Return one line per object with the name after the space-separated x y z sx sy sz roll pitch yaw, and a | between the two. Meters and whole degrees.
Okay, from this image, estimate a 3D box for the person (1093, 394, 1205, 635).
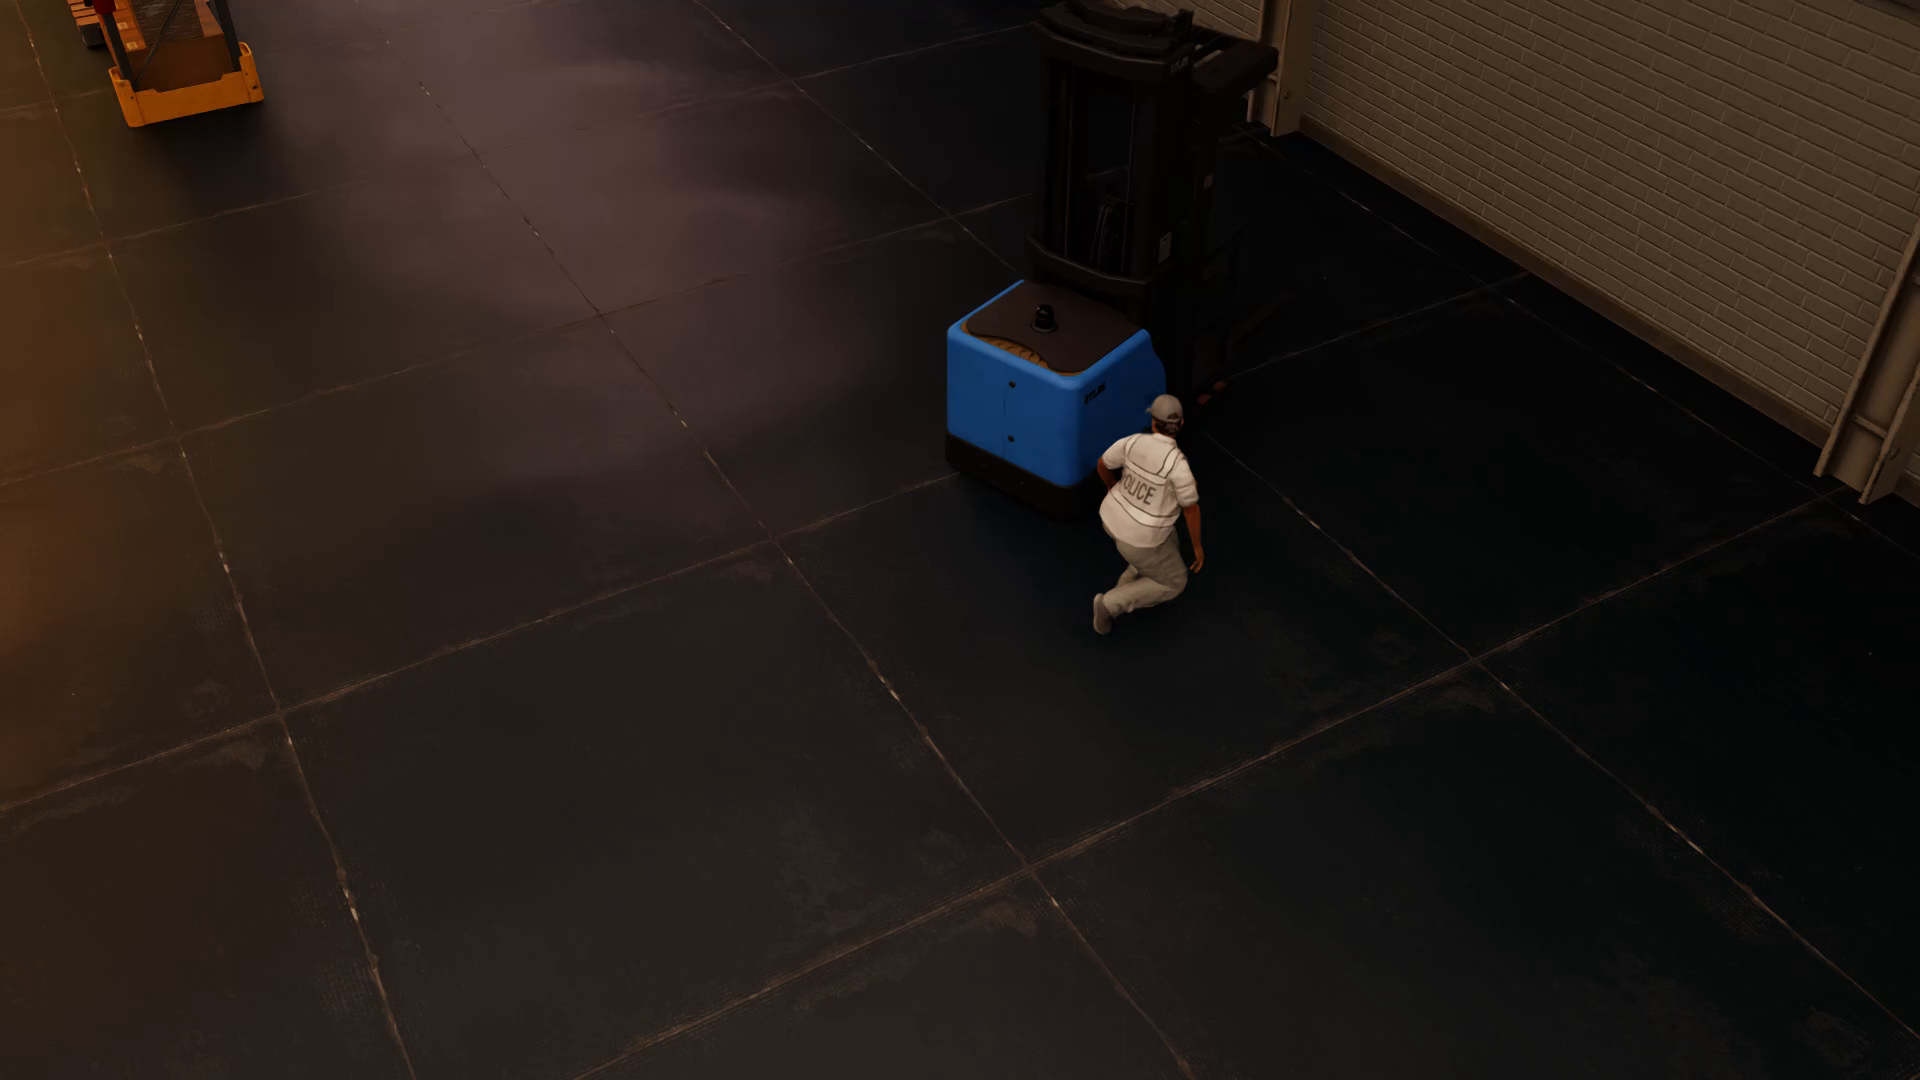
1.015 -0.113 9.352 0.621 1.459 0.757 -17 43 -19 | person

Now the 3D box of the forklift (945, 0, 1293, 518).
1.221 -2.141 10.617 1.130 2.935 3.031 27 47 29 | forklift
